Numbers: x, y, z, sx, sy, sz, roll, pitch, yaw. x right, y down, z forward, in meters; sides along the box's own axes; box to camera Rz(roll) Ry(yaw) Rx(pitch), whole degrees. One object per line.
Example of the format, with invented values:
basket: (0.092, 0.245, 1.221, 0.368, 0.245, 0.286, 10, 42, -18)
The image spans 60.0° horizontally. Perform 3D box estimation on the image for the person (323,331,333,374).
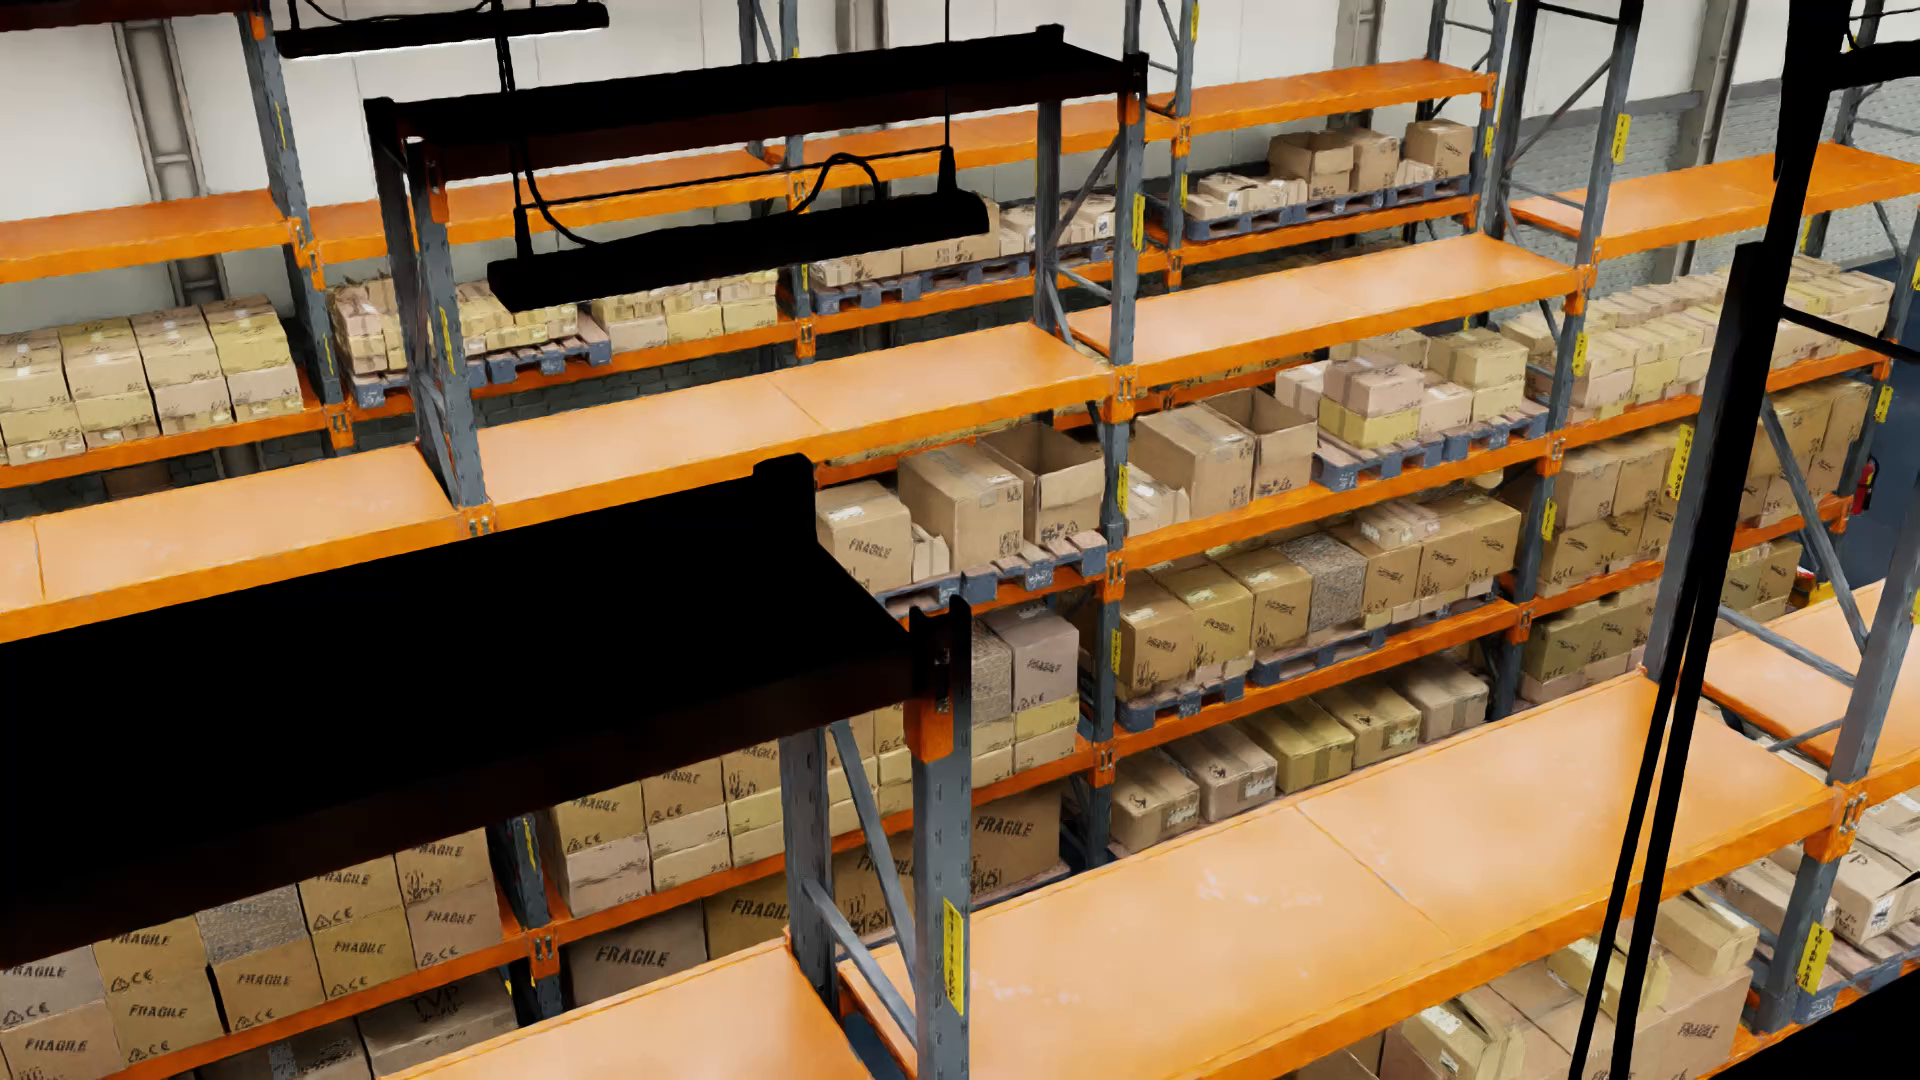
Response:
person: (6.266, 3.974, 5.096, 22.721, 2.693, 18.192, 1, 28, 1)
